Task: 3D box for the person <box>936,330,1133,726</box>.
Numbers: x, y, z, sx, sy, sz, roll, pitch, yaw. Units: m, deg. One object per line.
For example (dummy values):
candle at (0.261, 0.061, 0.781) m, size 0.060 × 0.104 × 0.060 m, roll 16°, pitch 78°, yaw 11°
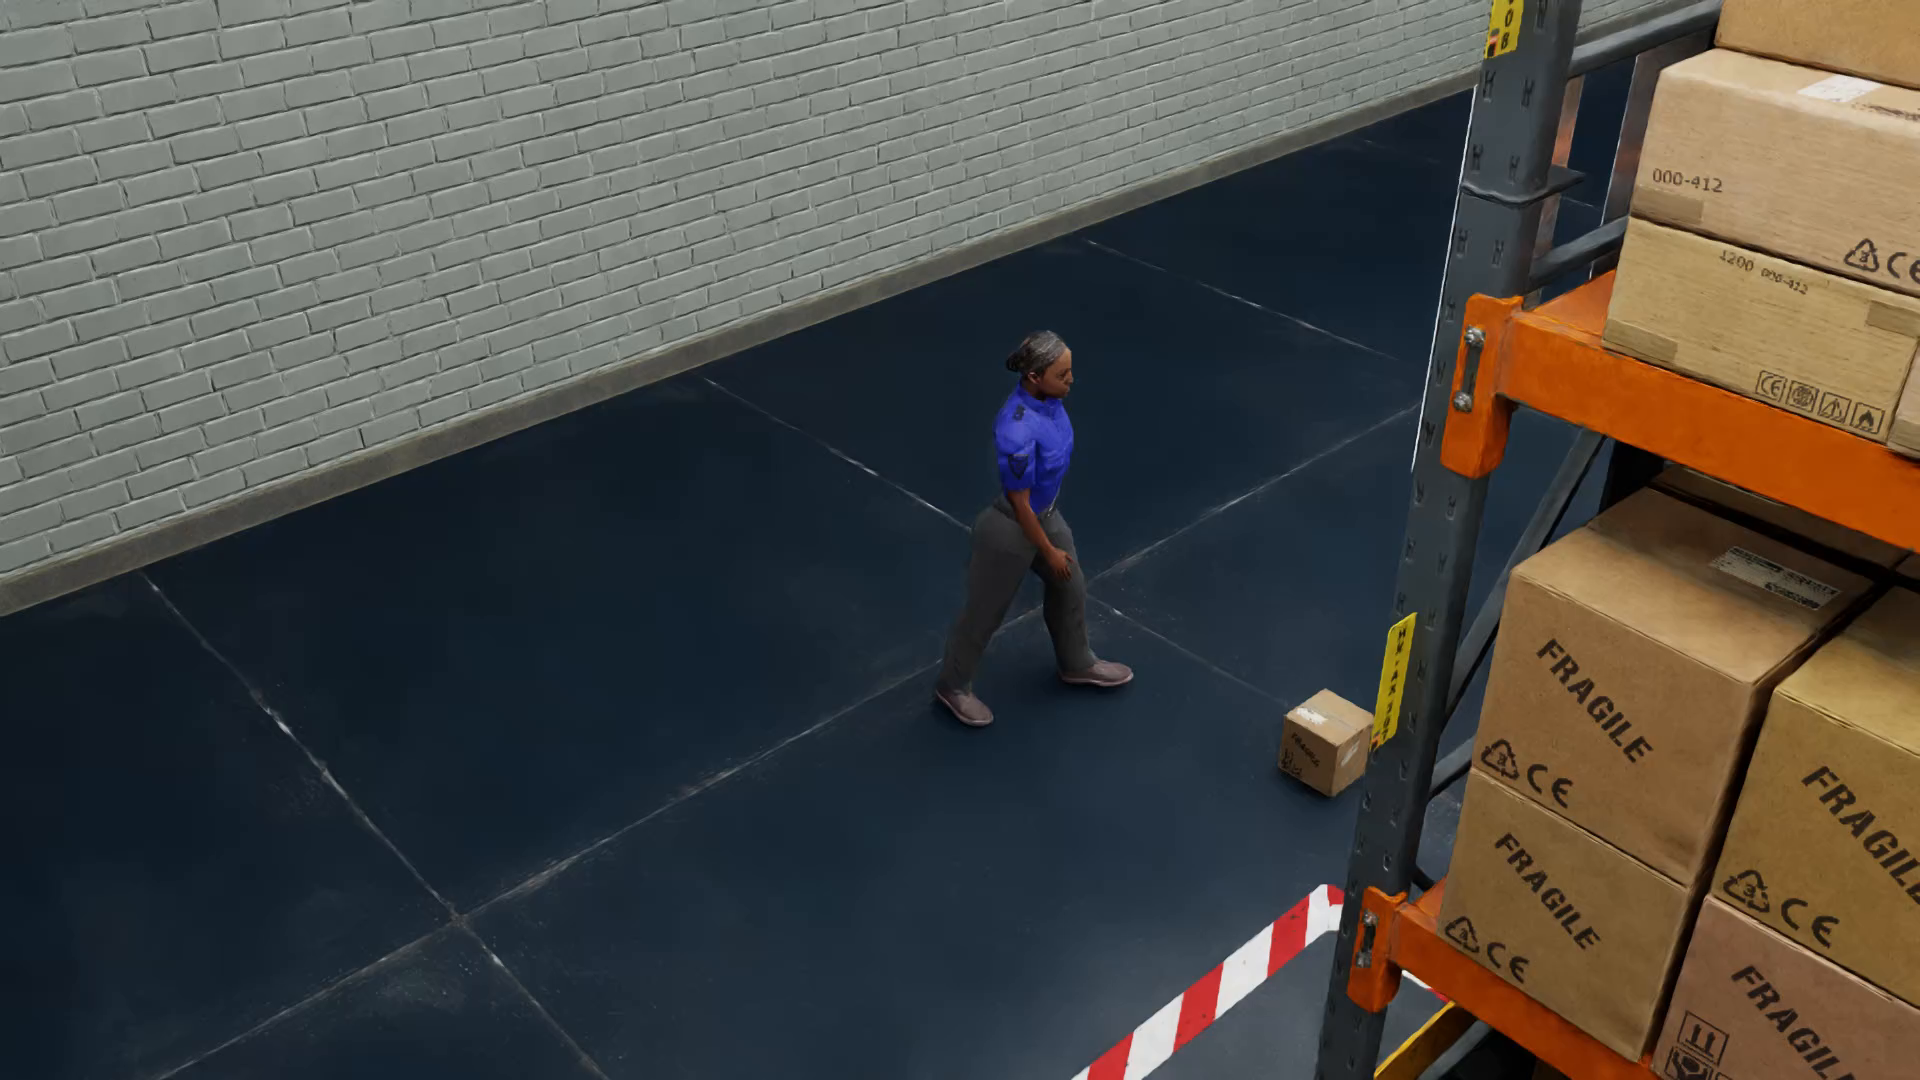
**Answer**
person at (0.285, -0.068, 6.245) m, size 0.686 × 1.626 × 0.578 m, roll 14°, pitch 34°, yaw 21°
